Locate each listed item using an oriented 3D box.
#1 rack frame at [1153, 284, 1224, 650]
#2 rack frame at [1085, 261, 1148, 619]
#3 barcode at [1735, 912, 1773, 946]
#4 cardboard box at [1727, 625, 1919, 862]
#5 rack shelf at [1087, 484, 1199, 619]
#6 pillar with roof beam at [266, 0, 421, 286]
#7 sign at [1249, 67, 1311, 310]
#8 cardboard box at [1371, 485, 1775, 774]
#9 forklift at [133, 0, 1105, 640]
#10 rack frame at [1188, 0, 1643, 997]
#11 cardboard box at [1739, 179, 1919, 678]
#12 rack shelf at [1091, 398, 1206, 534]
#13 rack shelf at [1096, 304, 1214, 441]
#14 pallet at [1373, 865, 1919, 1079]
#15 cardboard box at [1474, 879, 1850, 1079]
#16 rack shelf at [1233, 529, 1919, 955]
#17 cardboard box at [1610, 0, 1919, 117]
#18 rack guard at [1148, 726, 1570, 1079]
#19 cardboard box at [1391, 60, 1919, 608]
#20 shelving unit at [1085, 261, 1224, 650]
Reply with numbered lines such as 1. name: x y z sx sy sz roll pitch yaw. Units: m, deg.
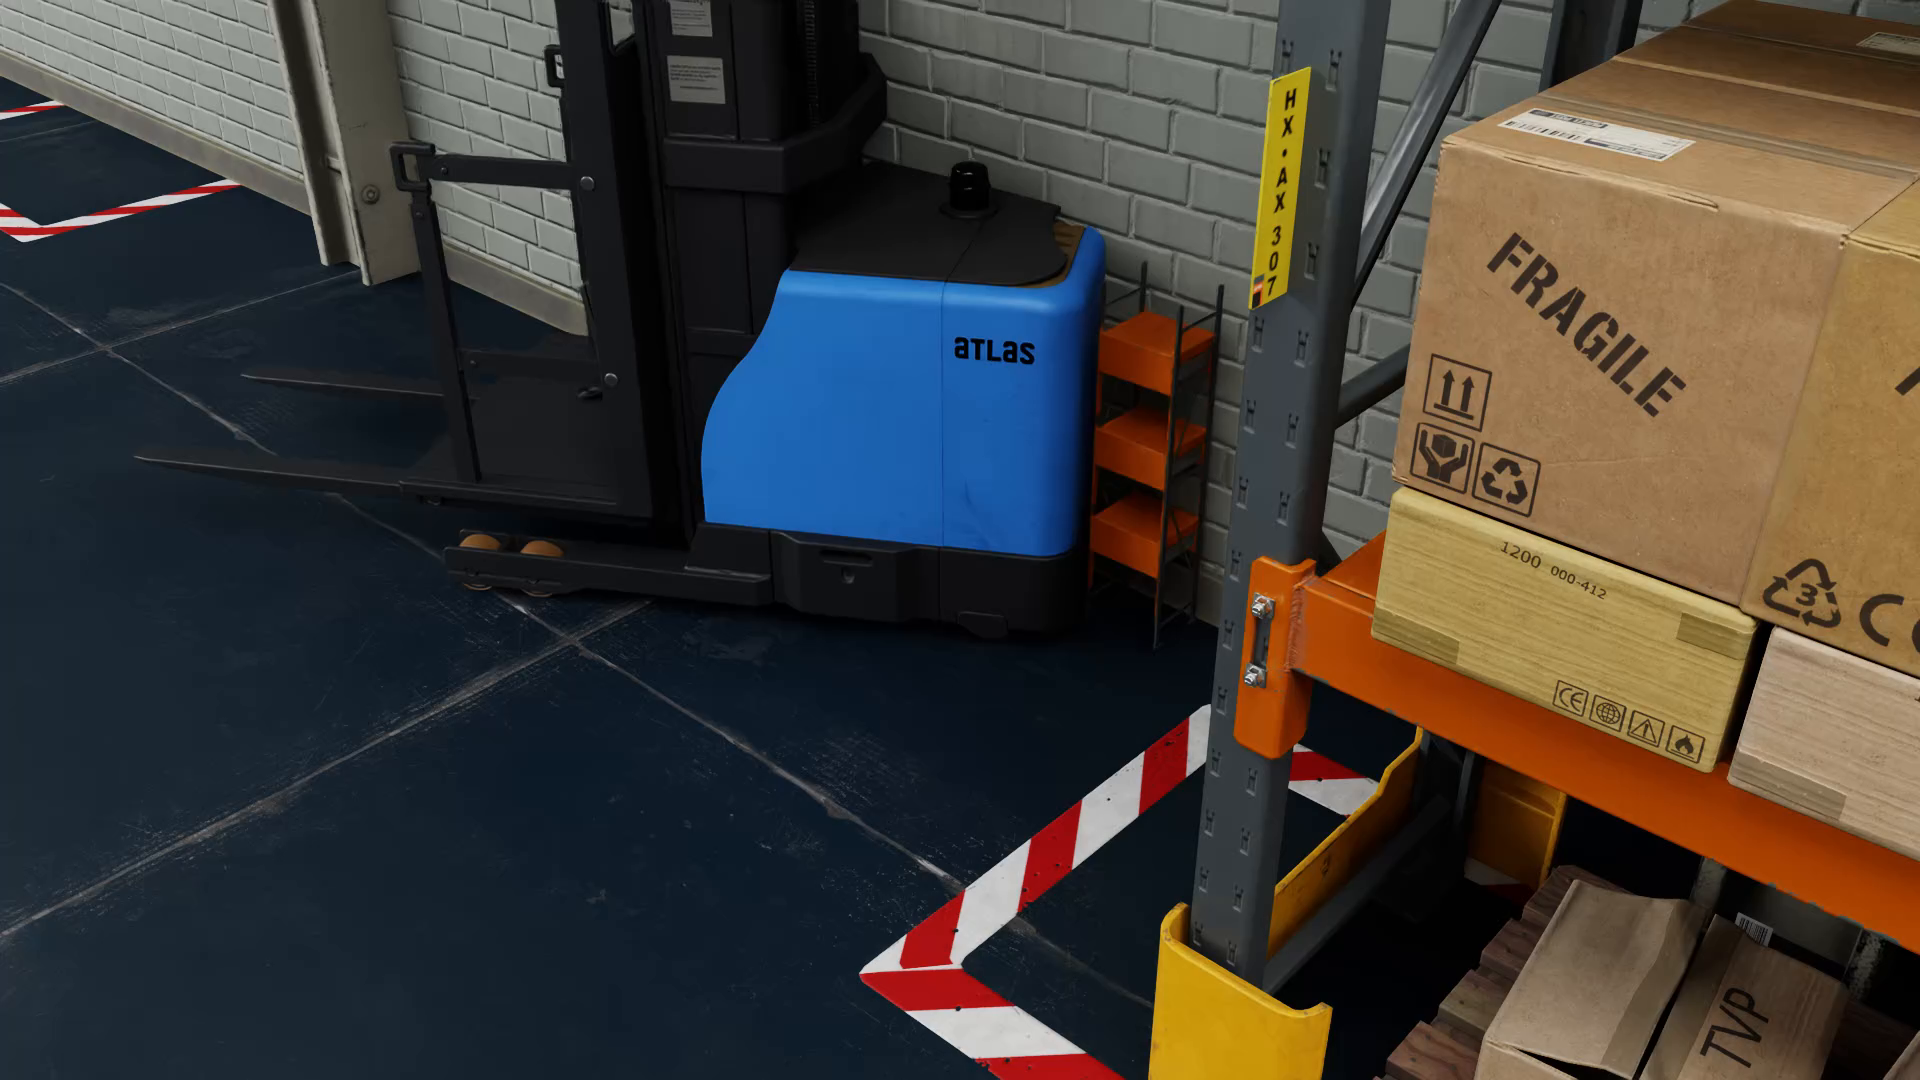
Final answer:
1. rack frame: 0.618 -0.175 4.523 0.008 1.050 0.200 24 39 34
2. rack frame: 0.434 -0.258 4.661 0.008 1.050 0.200 24 39 34
3. barcode: 1.543 0.766 3.241 0.075 0.075 0.001 25 39 35
4. cardboard box: 1.352 0.200 2.136 0.500 0.250 0.500 24 38 34
5. rack shelf: 0.526 0.030 4.741 0.240 0.259 0.215 24 39 34
6. pillar with roof beam: -5.430 -3.410 2.189 0.400 9.000 9.100 25 39 35
7. sign: 0.444 -0.484 2.306 0.005 0.325 0.100 25 39 35
8. cardboard box: 0.957 0.025 2.426 0.500 0.250 0.500 24 38 34
9. forklift: -1.068 -1.344 4.641 3.031 2.935 1.130 6 32 10
10. rack frame: 0.808 -0.321 2.874 0.127 3.000 1.000 25 39 35
11. cardboard box: 1.320 -0.131 1.959 0.500 0.500 0.500 25 39 35
12. rack shelf: 0.526 -0.208 4.597 0.240 0.259 0.215 24 39 34
13. rack shelf: 0.526 -0.451 4.451 0.240 0.259 0.215 24 39 34
14. pallet: 1.443 1.195 3.060 1.213 0.211 1.003 25 39 35
15. cardboard box: 1.261 0.917 2.999 0.500 0.311 0.500 20 37 30
16. rack shelf: 2.291 0.680 1.910 4.000 0.370 1.077 25 39 35
17. cardboard box: 1.301 -0.504 2.578 0.500 0.500 0.500 25 39 35
18. rack guard: 0.865 0.777 3.475 0.348 0.500 1.175 25 39 35
19. cardboard box: 0.961 -0.306 2.249 0.500 0.500 0.500 25 39 35
20. shelving unit: 0.526 -0.217 4.592 0.252 1.050 0.215 24 39 34
